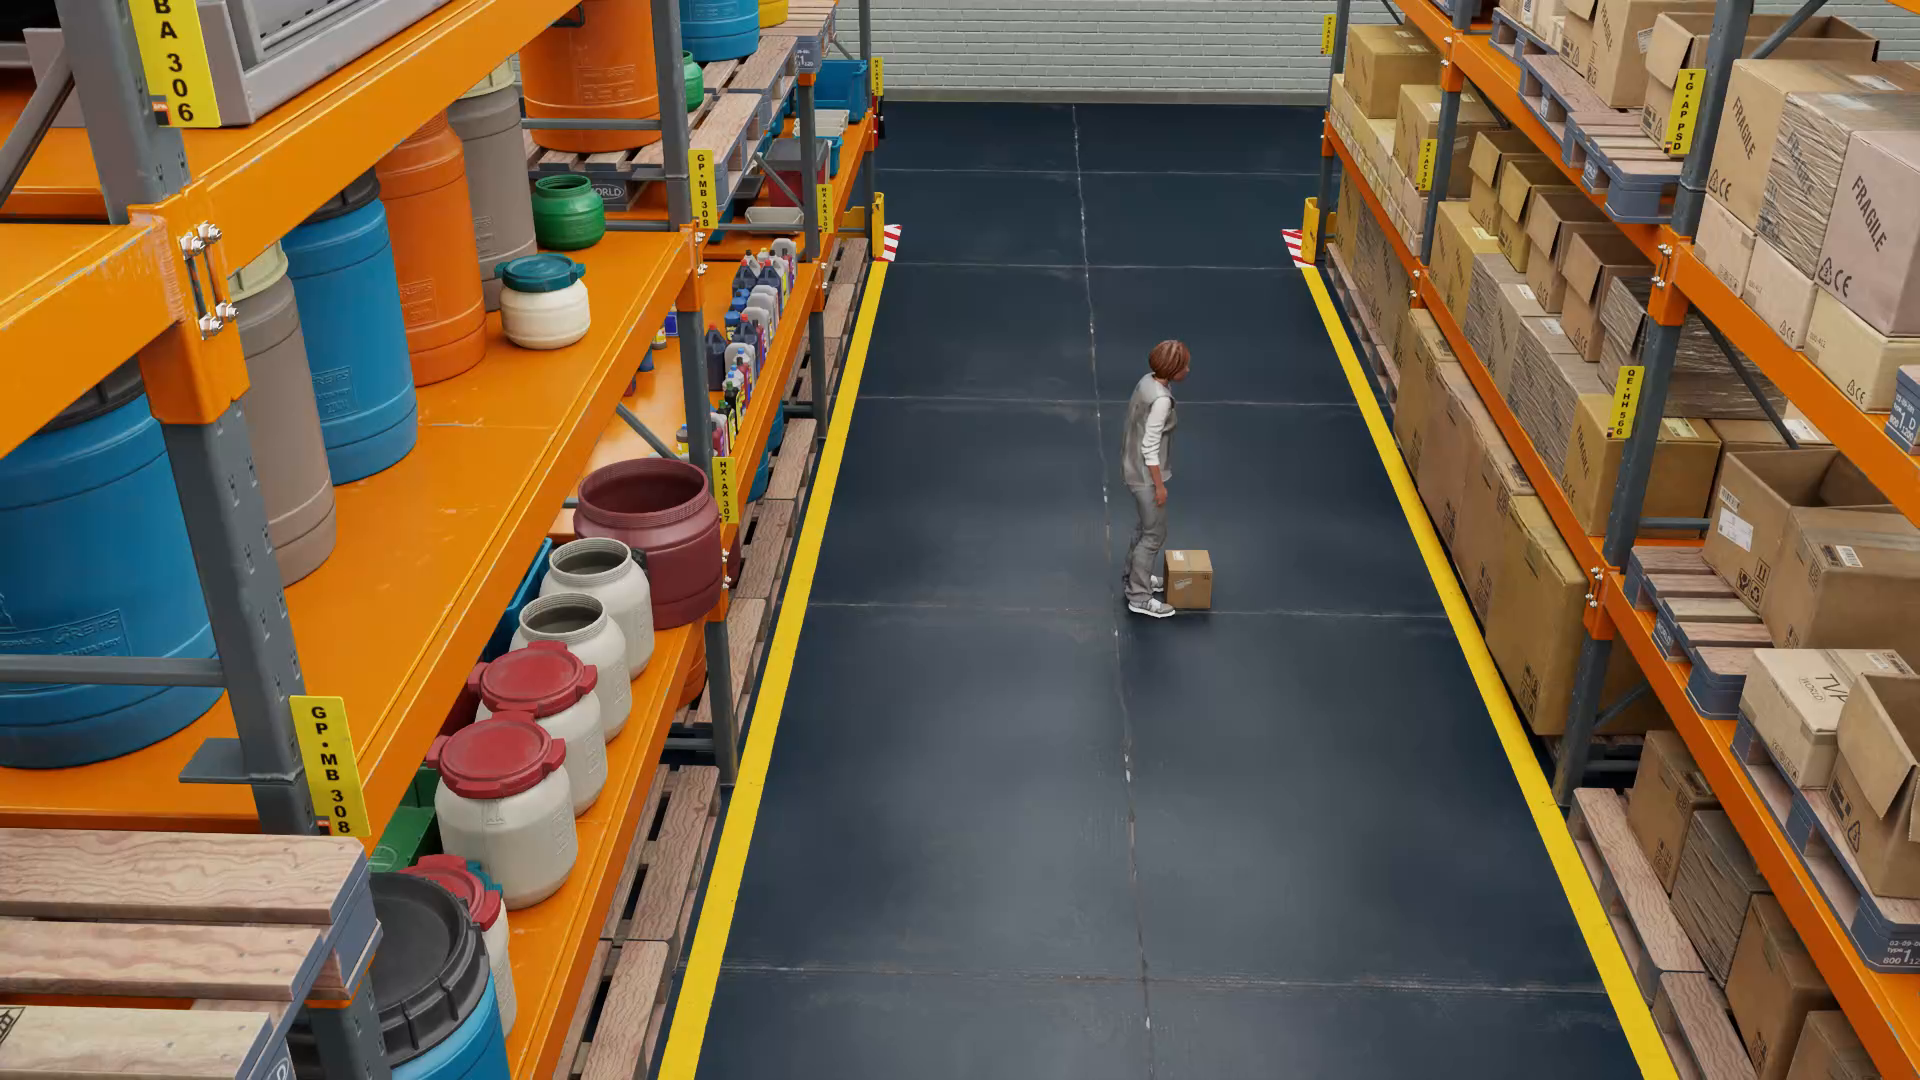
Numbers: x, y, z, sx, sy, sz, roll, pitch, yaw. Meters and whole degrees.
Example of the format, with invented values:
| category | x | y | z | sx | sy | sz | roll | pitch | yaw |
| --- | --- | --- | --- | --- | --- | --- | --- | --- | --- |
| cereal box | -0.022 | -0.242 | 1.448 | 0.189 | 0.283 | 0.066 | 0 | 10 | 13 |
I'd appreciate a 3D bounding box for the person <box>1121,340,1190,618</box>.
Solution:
| category | x | y | z | sx | sy | sz | roll | pitch | yaw |
| --- | --- | --- | --- | --- | --- | --- | --- | --- | --- |
| person | 1.073 | -0.363 | 9.306 | 0.345 | 1.593 | 0.463 | 1 | 28 | 2 |
